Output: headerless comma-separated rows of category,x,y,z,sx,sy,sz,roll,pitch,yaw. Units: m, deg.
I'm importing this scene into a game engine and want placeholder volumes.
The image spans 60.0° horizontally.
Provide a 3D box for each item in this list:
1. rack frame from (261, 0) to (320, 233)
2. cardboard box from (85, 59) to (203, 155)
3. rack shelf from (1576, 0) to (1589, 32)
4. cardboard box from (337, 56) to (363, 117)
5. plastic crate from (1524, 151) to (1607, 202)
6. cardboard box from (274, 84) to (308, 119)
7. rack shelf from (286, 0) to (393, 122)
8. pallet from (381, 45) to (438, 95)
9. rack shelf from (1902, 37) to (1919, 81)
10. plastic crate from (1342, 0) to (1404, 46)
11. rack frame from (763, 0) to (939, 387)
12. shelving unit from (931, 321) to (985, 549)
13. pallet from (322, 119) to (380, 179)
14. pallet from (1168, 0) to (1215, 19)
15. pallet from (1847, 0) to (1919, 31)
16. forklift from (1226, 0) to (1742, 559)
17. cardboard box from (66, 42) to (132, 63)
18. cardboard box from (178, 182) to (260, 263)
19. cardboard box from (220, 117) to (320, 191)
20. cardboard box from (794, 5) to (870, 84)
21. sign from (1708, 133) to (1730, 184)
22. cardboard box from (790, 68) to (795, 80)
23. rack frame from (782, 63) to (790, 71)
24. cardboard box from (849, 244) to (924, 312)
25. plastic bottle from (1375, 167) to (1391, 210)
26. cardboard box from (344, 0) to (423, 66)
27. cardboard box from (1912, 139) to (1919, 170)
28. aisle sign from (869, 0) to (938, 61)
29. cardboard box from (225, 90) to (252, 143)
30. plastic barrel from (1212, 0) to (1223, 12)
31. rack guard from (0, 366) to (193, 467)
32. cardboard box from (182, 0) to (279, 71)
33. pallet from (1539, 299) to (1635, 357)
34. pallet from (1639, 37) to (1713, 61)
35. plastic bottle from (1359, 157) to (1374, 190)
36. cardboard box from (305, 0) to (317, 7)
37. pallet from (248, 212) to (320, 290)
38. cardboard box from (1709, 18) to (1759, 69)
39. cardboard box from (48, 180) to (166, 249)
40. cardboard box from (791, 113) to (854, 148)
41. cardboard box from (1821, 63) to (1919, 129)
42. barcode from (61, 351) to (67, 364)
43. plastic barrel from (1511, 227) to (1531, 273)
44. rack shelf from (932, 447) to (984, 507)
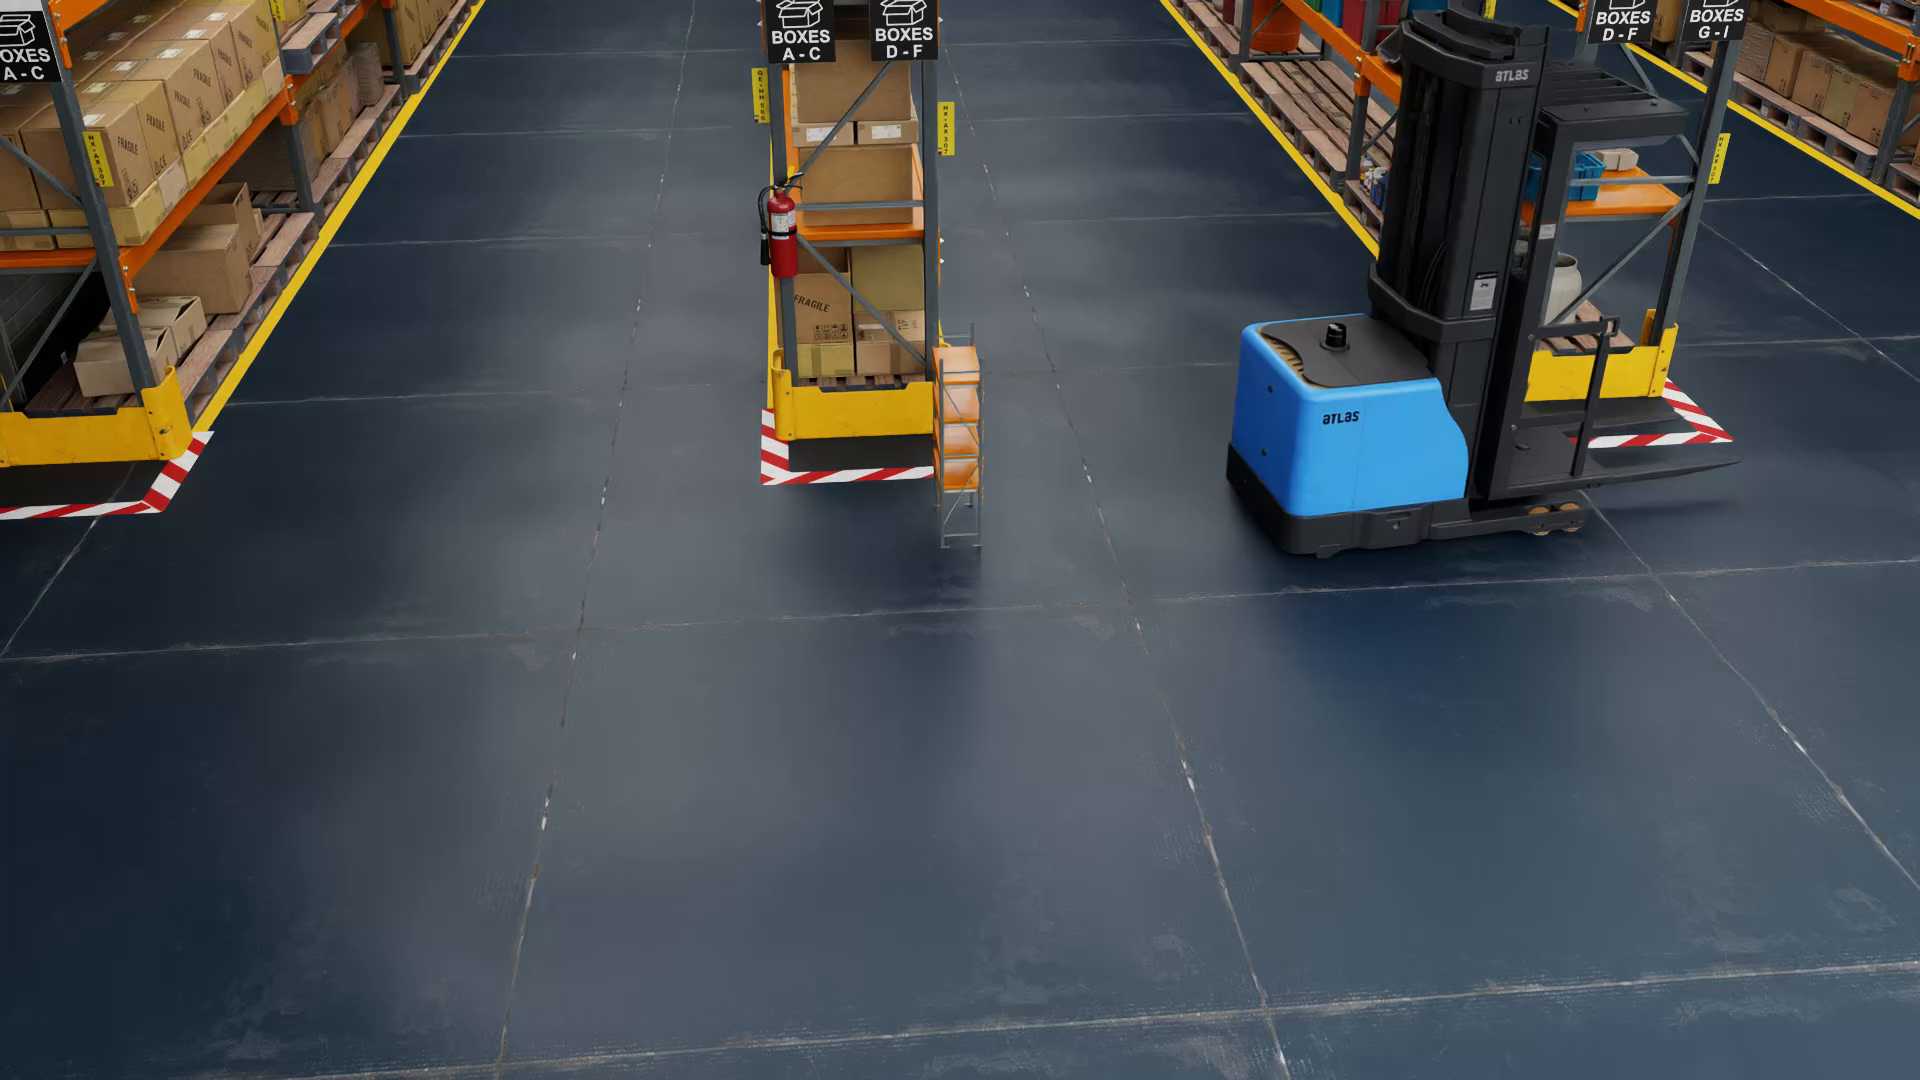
rack frame,-5.943,-3.864,13.294,1.000,3.000,0.127,-3,31,-5
cardboard box,-5.393,-2.863,11.014,0.500,0.500,0.500,-4,31,-6
rack shelf,4.108,-4.297,11.795,1.077,0.370,4.000,-3,31,-5
cardboard box,-6.265,-4.389,16.181,0.700,0.500,0.500,-3,31,-5
plastic crate,3.950,-2.474,11.112,0.499,0.251,0.616,-3,31,-5
cardboard box,-6.073,-3.902,14.634,0.500,0.250,0.500,-3,31,-6
rack shelf,-6.130,-4.577,15.188,1.077,0.370,4.000,-3,31,-5
pallet,-6.315,-5.115,18.108,1.003,0.211,1.213,-3,31,-5
rack shelf,9.039,-3.246,12.961,1.077,0.370,4.000,-3,31,-5
plastic crate,3.571,-4.599,14.462,0.402,0.464,0.583,-3,31,-5
rack frame,-0.637,-2.061,10.276,1.000,3.000,0.127,-3,31,-5
shelving unit,-0.015,-0.600,9.584,0.258,1.200,0.503,-3,31,-5
pallet,-6.134,-3.689,15.720,1.003,0.211,1.213,-3,31,-5
pallet,3.204,-6.830,20.979,1.003,0.211,1.213,-3,31,-5
pallet,8.926,-4.891,15.200,1.003,0.211,1.213,-3,31,-5
forklift,3.214,-1.540,9.470,3.031,2.935,1.130,-7,32,-11
cardboard box,-5.962,-3.097,11.405,0.500,0.500,0.500,-2,31,-4
cardboard box,-5.806,-2.452,12.939,0.500,0.500,0.500,-5,31,-8
cardboard box,-6.028,-3.355,14.450,0.700,0.500,0.500,-2,31,-3
cardboard box,-0.728,-3.195,10.812,0.700,0.500,0.500,-4,31,-6
sign,4.843,-2.440,10.639,0.100,0.325,0.005,-3,31,-5
cardboard box,-0.959,-3.095,11.277,0.380,0.149,0.250,-2,31,-3
rack frame,-1.011,-4.103,13.695,1.000,3.000,0.127,-3,31,-5
cardboard box,-0.515,-1.923,11.584,0.500,0.500,0.500,-3,31,-5
plastic bottle,3.583,-2.959,13.932,0.144,0.351,0.185,-2,31,-3
cardboard box,-6.255,-5.546,17.796,0.750,0.750,0.750,-3,31,-5
cardboard box,8.850,-3.477,14.674,0.500,0.500,0.500,-4,31,-6
aisle sign,-0.326,-3.158,9.578,0.394,0.787,0.004,-3,31,-5
cardboard box,-5.496,-3.070,12.092,0.500,0.250,0.500,-3,31,-5
plastic barrel,3.237,-6.603,19.896,0.421,0.512,0.421,0,31,0
rack guard,-5.576,-0.788,10.581,1.175,0.500,0.348,-3,31,-5
cardboard box,-5.591,-3.904,12.756,0.500,0.500,0.500,-3,31,-5
pallet,4.170,-1.551,12.141,1.003,0.211,1.213,-3,31,-5
pallet,8.480,-5.827,19.300,1.003,0.211,1.213,-3,31,-5
plastic bottle,3.514,-3.173,14.368,0.097,0.271,0.097,0,31,0
cardboard box,-6.094,-4.978,14.632,0.700,0.500,0.500,1,31,2
pallet,-5.845,-2.326,13.438,1.003,0.211,1.213,-3,31,-5
cardboard box,8.561,-5.393,17.862,0.700,0.500,0.500,-4,31,-7
cardboard box,-5.299,-2.031,10.351,0.500,0.250,0.500,-4,31,-6
cardboard box,-0.863,-2.569,10.395,0.380,0.149,0.250,-3,31,-5
cardboard box,8.790,-4.251,15.950,0.700,0.500,0.500,-3,31,-5
barcode,-5.944,-1.208,11.032,0.001,0.075,0.075,-3,31,-5
plastic barrel,4.110,-1.997,12.185,0.421,0.512,0.421,0,31,0
rack shelf,-0.015,-0.371,9.720,0.258,0.148,0.480,-3,31,-5
